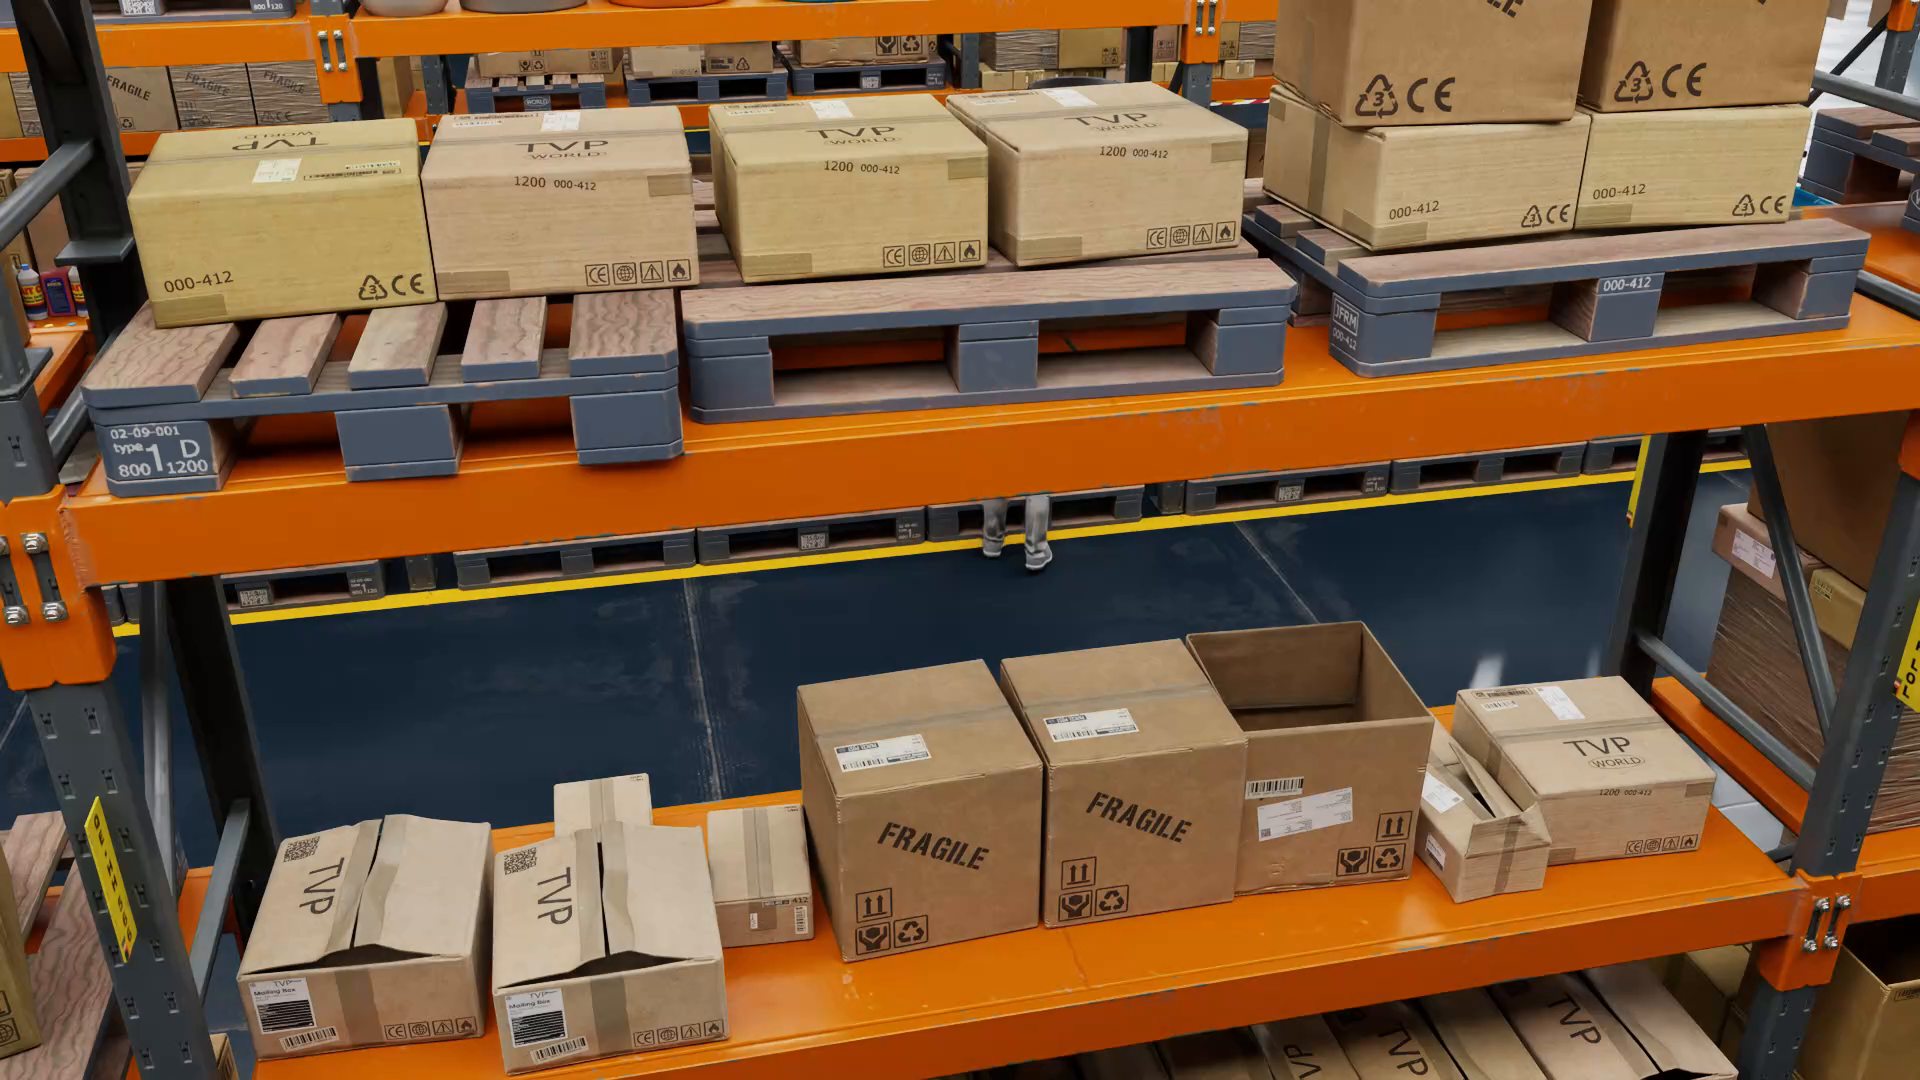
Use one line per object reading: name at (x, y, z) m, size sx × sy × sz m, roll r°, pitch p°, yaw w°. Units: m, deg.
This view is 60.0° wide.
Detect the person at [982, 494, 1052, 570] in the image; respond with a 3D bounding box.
person at (0.299, -0.658, 8.378) m, size 0.519 × 1.692 × 0.464 m, roll 2°, pitch 27°, yaw 3°
